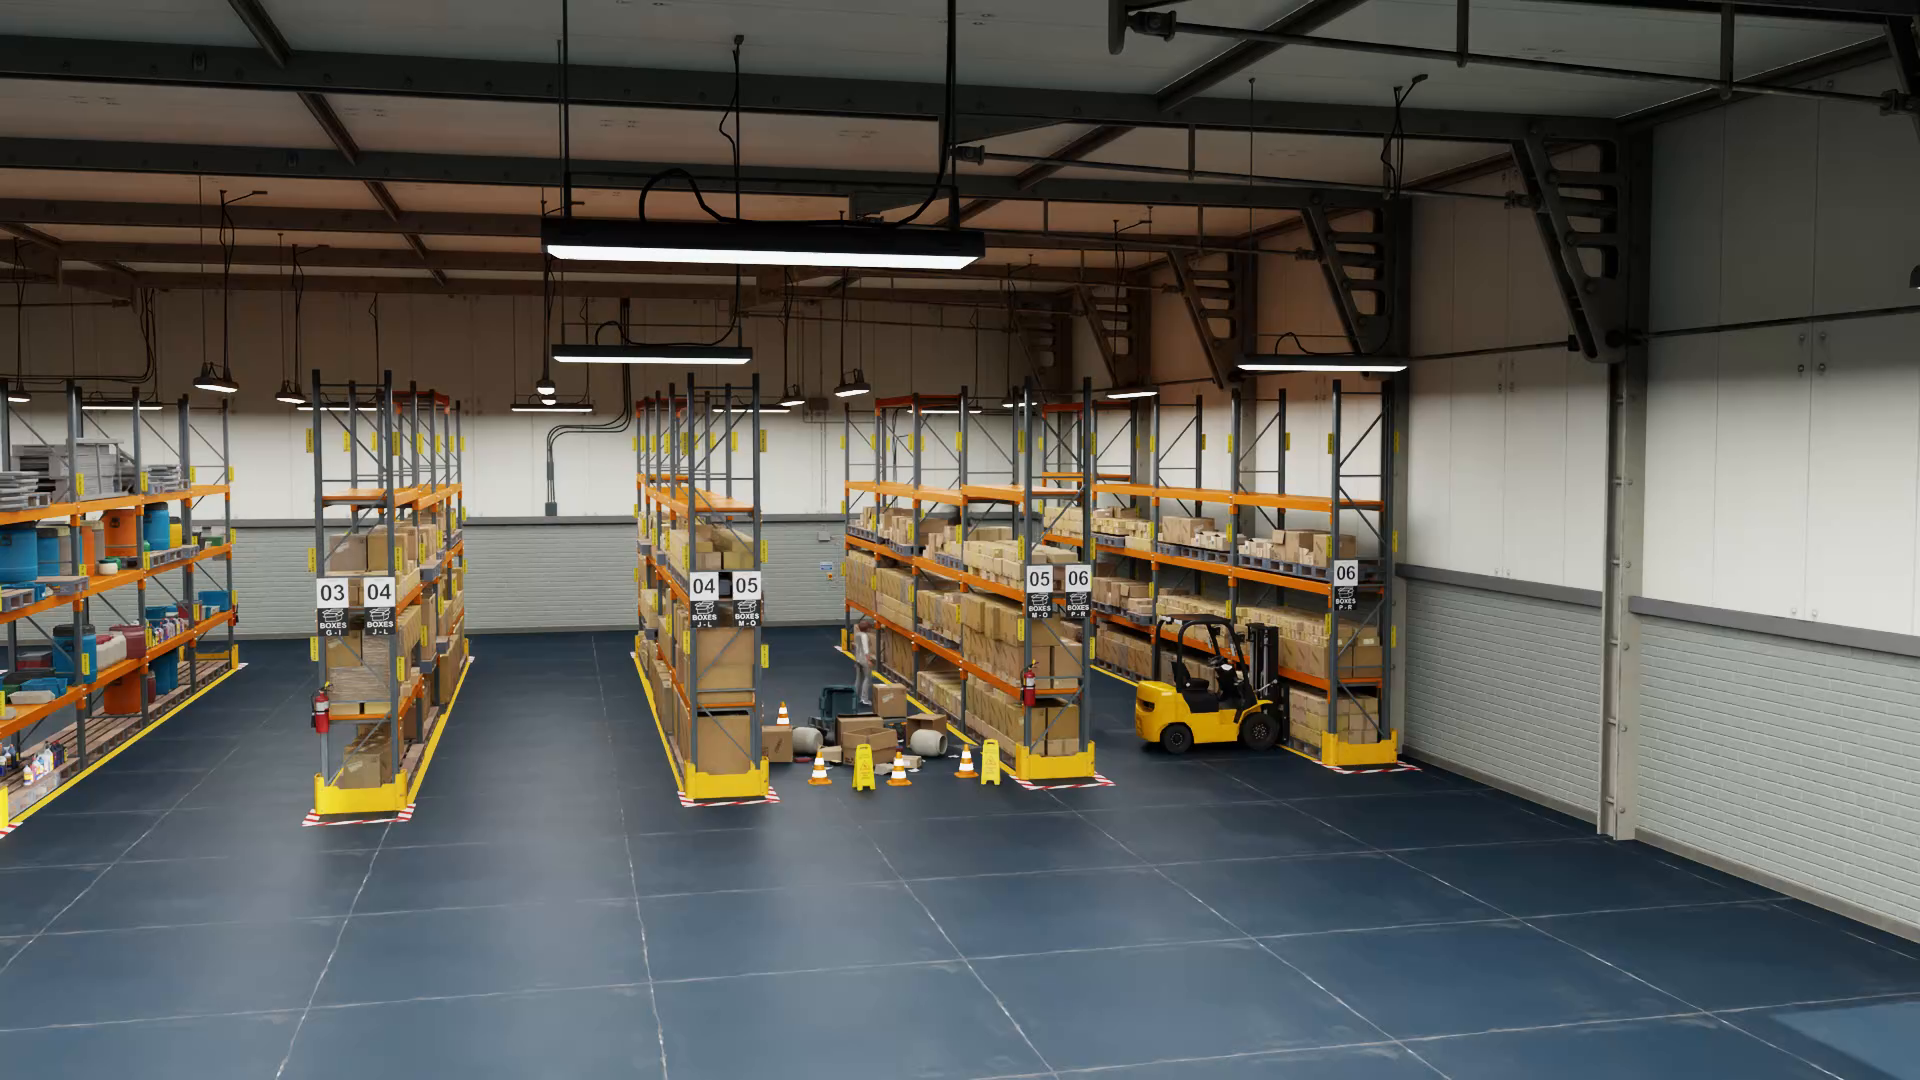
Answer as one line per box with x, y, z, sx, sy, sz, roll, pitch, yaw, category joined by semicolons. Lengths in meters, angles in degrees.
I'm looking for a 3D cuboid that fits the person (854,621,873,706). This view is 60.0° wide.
-1.848;2.364;31.917;0.354;1.630;0.530;-2;4;-27;person

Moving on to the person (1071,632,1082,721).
2.040;2.472;30.049;0.623;1.649;0.778;-1;3;-11;person

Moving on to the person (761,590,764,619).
-5.023;1.824;40.049;0.631;1.822;0.480;2;4;26;person
